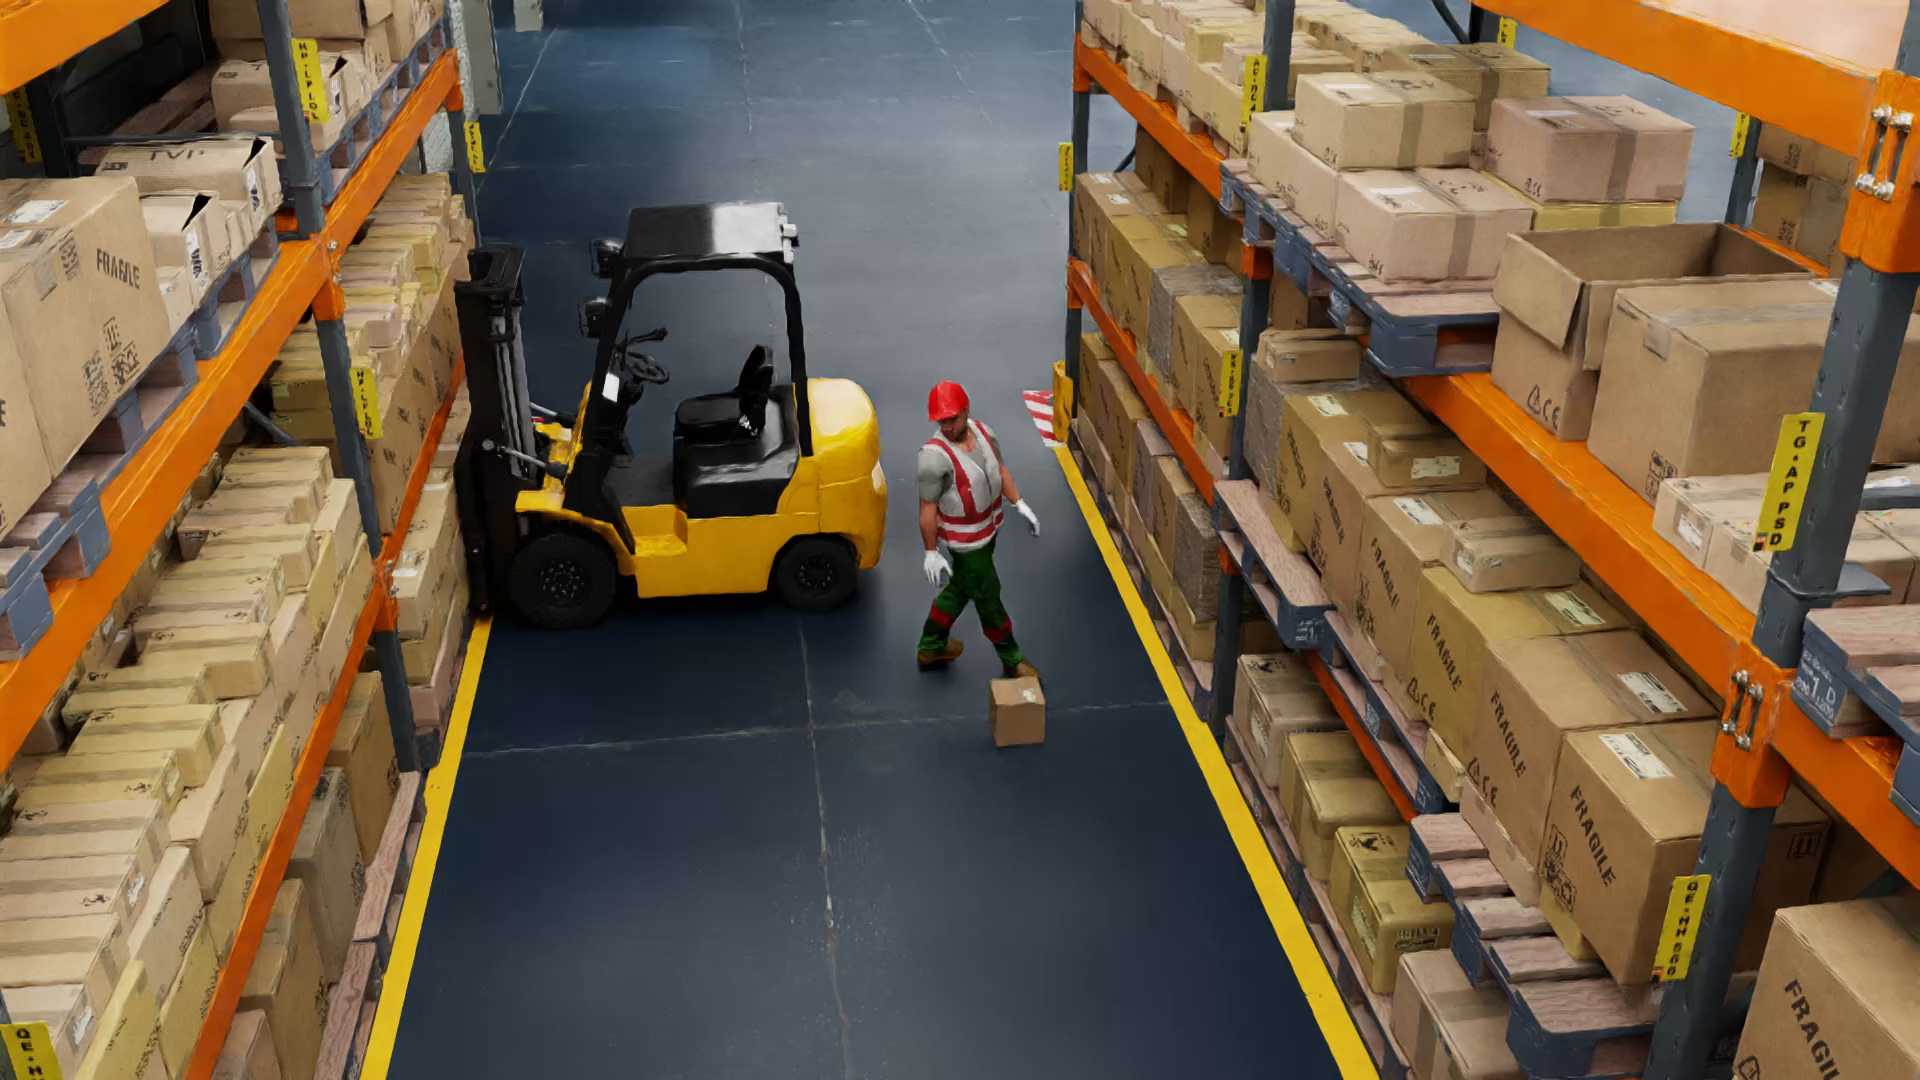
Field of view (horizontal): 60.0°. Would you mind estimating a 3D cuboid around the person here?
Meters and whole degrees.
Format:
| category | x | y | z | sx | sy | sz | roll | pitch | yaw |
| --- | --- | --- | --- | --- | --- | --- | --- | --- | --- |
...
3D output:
| category | x | y | z | sx | sy | sz | roll | pitch | yaw |
| --- | --- | --- | --- | --- | --- | --- | --- | --- | --- |
| person | 0.089 | -0.026 | 8.669 | 0.720 | 1.744 | 0.595 | 11 | 29 | 21 |
